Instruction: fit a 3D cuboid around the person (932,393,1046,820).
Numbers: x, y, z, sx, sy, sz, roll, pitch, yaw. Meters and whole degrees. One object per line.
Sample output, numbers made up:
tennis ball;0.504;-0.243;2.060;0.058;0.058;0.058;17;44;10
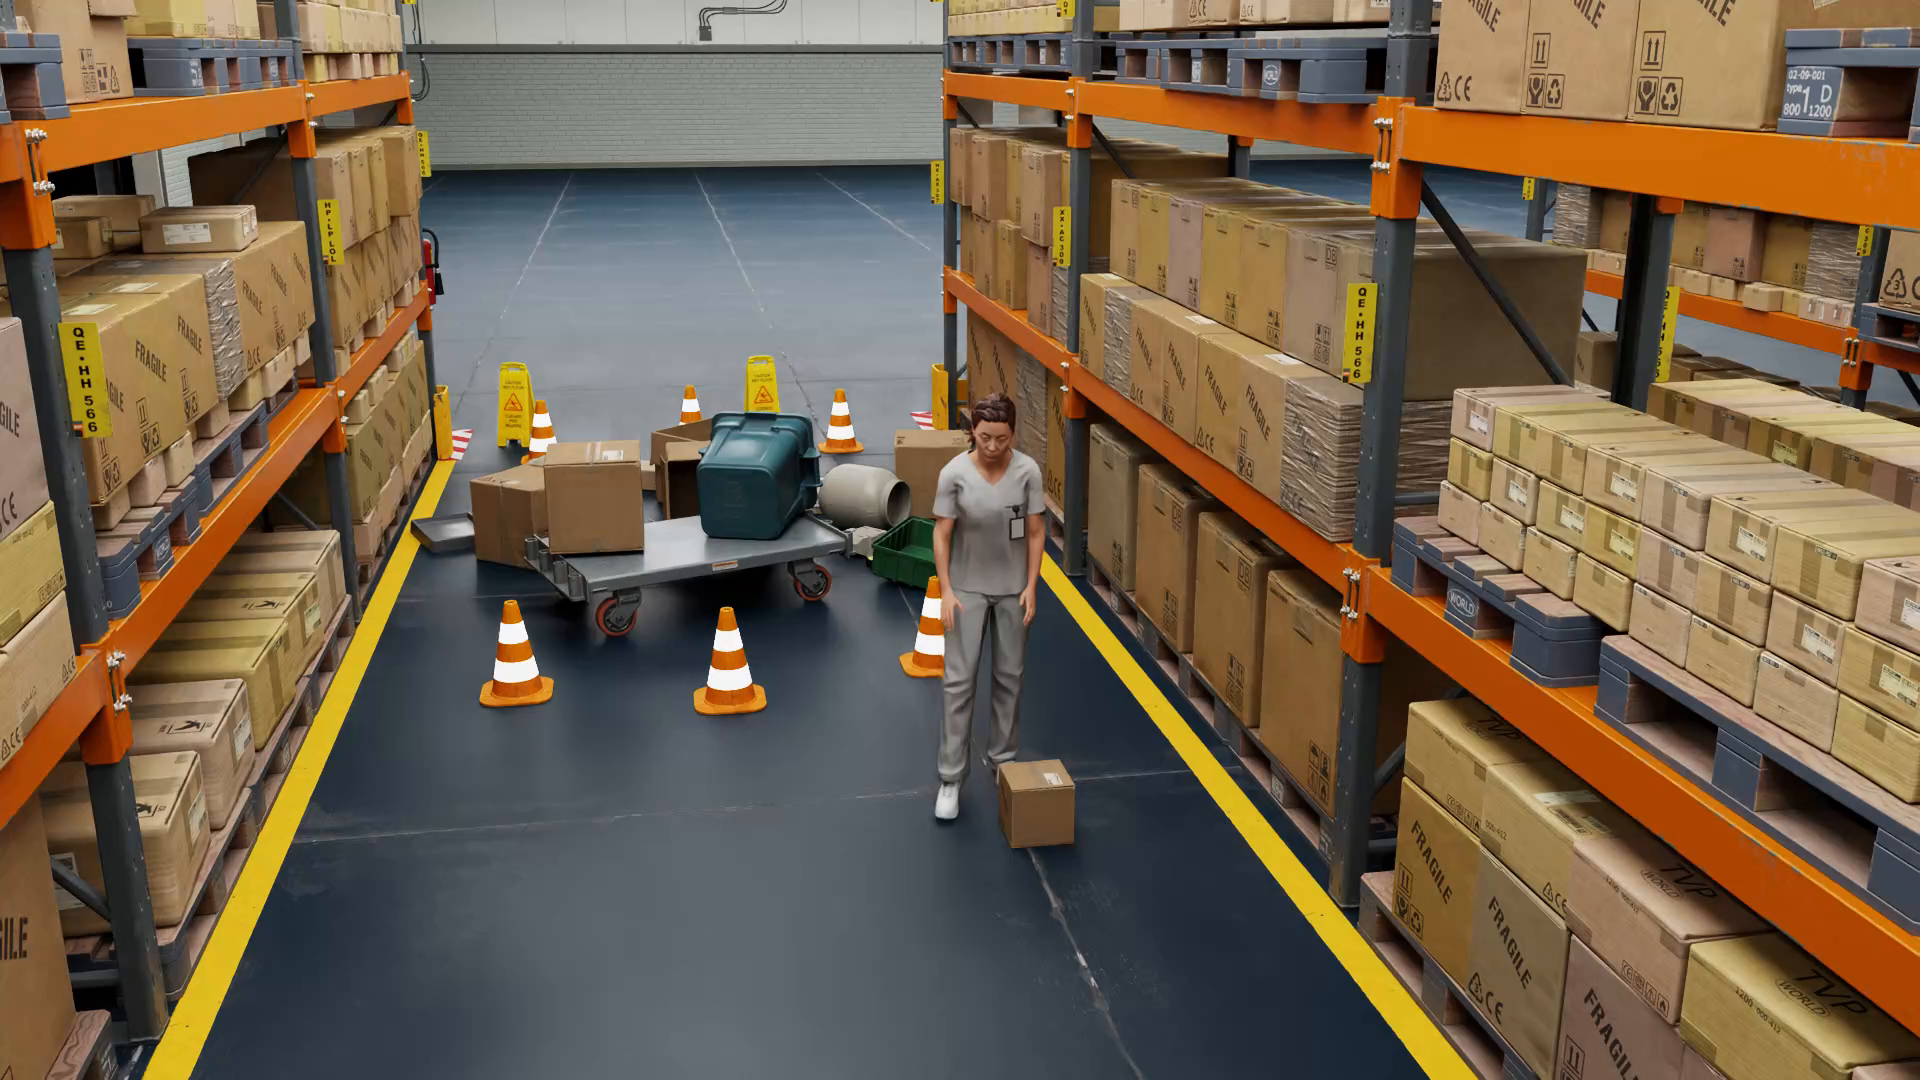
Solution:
person;0.115;0.240;6.682;0.485;1.677;0.543;-2;17;-7
